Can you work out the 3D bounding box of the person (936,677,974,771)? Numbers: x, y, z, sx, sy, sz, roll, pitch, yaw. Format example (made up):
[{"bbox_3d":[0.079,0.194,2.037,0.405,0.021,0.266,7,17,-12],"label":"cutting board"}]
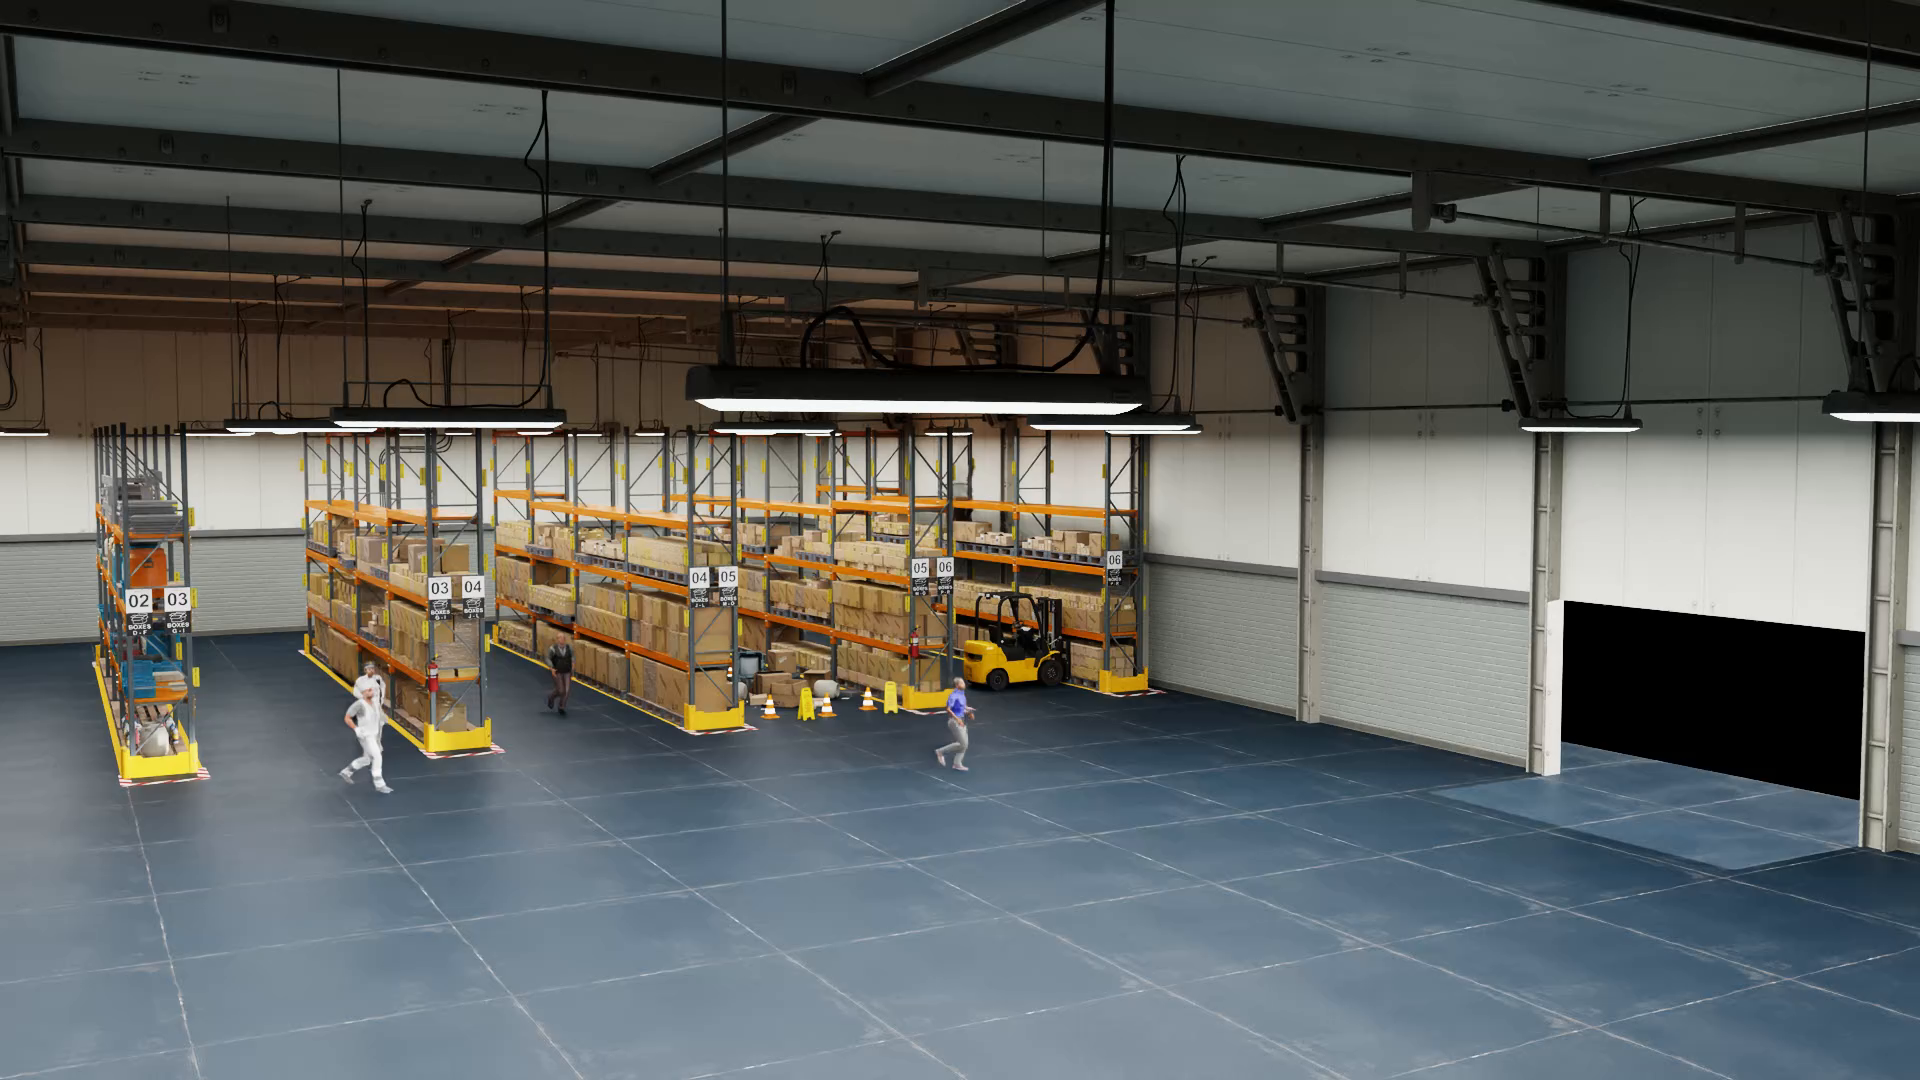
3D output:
[{"bbox_3d":[-0.078,3.179,28.823,0.605,1.629,0.574,1,4,14],"label":"person"}]

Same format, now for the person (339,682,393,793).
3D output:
[{"bbox_3d":[-9.643,3.193,27.000,0.916,1.794,0.639,0,3,7],"label":"person"}]

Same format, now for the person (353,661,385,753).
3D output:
[{"bbox_3d":[-10.801,3.050,30.469,0.627,1.701,0.767,-2,4,-33],"label":"person"}]

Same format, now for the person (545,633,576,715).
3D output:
[{"bbox_3d":[-8.312,2.785,34.716,0.656,1.696,0.627,-2,4,-33],"label":"person"}]
